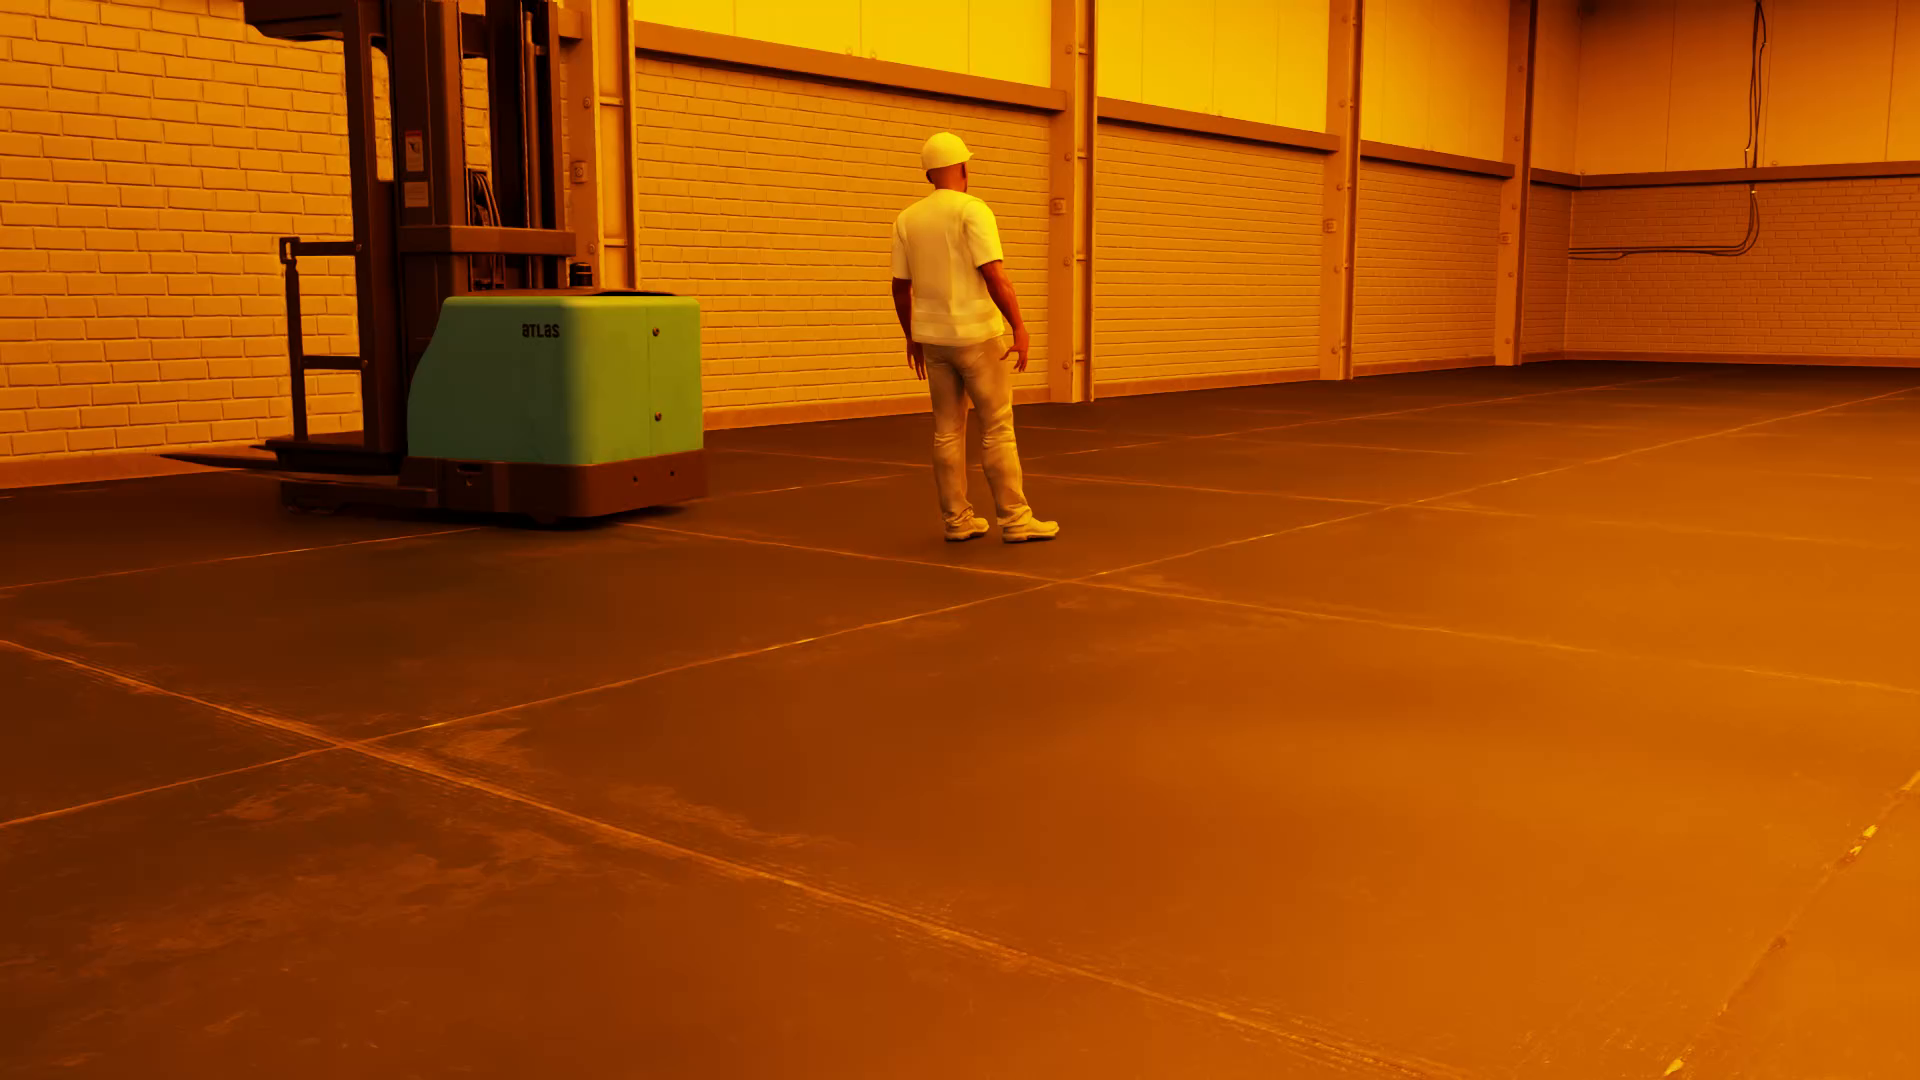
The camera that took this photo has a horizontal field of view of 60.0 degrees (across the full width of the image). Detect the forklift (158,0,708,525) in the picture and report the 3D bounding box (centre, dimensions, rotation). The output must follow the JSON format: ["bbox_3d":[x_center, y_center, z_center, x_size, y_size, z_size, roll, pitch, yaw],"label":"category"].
[{"bbox_3d":[-2.842,-1.639,8.483,3.031,2.935,1.130,4,9,25],"label":"forklift"}]

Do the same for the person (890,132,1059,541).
[{"bbox_3d":[0.048,-0.888,7.326,0.666,1.765,0.577,7,11,38],"label":"person"}]
